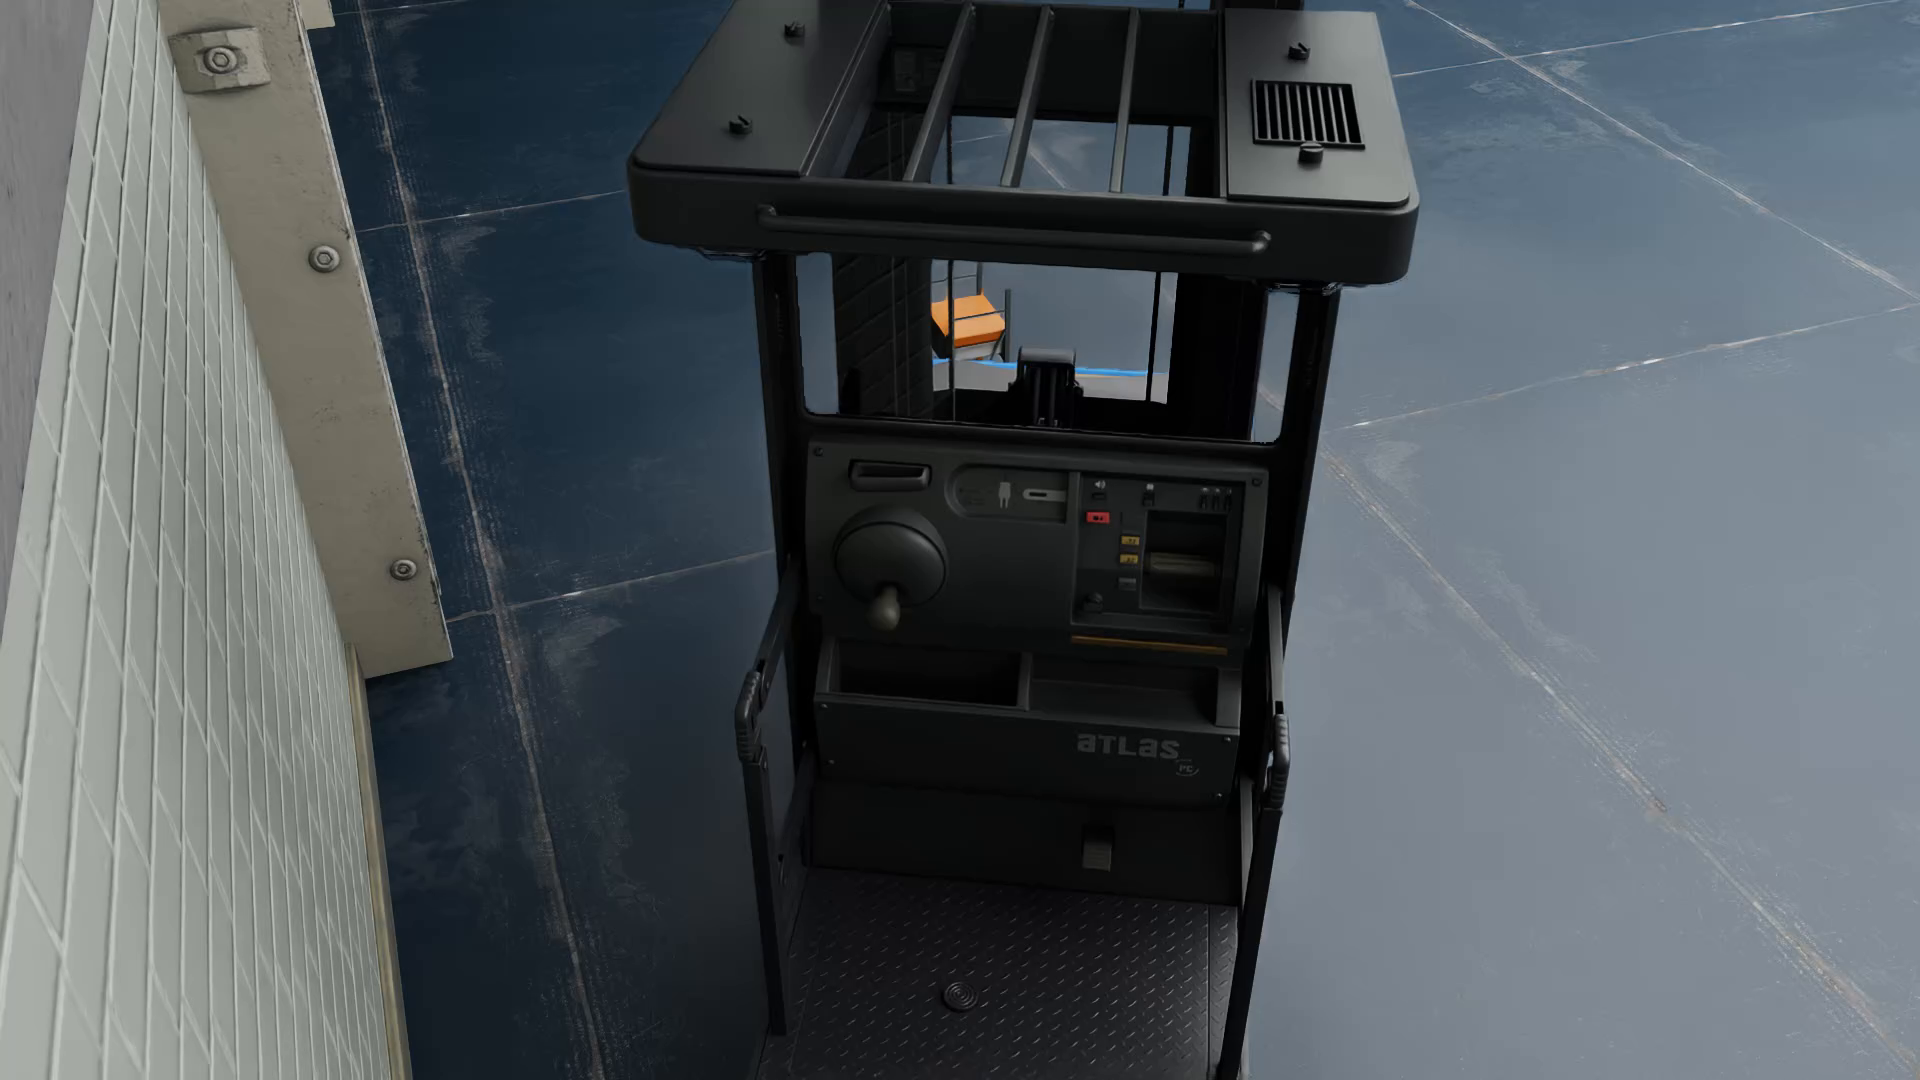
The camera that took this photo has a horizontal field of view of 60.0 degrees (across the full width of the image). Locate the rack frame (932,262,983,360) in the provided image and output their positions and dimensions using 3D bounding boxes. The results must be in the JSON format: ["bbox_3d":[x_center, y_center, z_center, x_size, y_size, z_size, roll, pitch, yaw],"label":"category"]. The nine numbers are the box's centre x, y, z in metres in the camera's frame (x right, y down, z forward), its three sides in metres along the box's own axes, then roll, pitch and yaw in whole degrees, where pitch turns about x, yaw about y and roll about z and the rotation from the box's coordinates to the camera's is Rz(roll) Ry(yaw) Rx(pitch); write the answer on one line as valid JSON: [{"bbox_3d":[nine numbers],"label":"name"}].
[{"bbox_3d":[-0.024,-0.458,5.486,0.200,1.050,0.008,-12,39,-16],"label":"rack frame"}]

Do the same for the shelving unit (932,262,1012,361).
[{"bbox_3d":[0.018,-0.389,5.394,0.215,1.050,0.252,-12,39,-16],"label":"shelving unit"}]

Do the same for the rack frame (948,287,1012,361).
[{"bbox_3d":[0.060,-0.320,5.303,0.200,1.050,0.008,-12,39,-16],"label":"rack frame"}]

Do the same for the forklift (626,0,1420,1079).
[{"bbox_3d":[0.124,0.078,3.210,1.130,2.935,3.031,4,37,6],"label":"forklift"}]

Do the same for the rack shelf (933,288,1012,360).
[{"bbox_3d":[0.018,-0.607,5.230,0.215,0.259,0.240,-12,39,-16],"label":"rack shelf"}]

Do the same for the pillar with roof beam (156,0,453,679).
[{"bbox_3d":[2.229,-4.190,3.833,9.100,9.000,0.400,-12,39,-16],"label":"pillar with roof beam"}]

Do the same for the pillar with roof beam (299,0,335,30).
[{"bbox_3d":[0.164,-7.580,8.333,9.100,9.000,0.400,-12,39,-16],"label":"pillar with roof beam"}]
